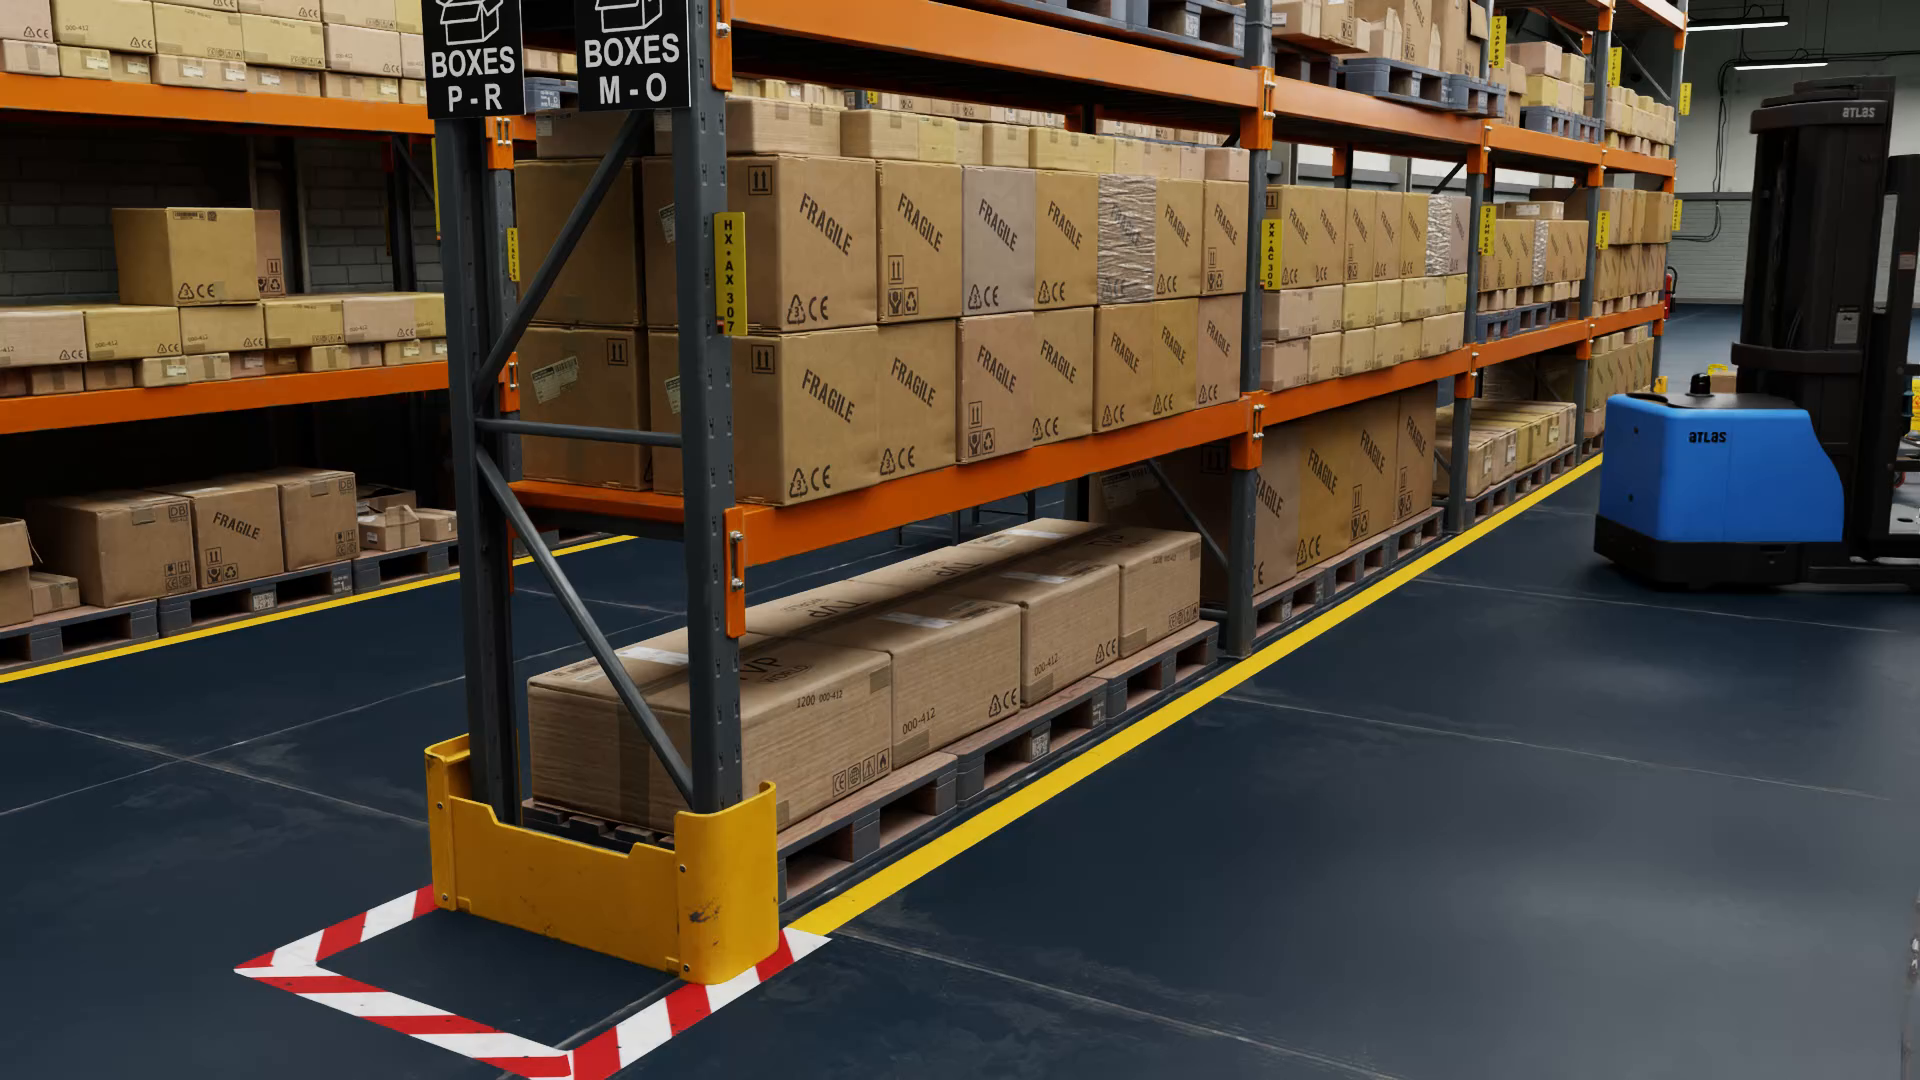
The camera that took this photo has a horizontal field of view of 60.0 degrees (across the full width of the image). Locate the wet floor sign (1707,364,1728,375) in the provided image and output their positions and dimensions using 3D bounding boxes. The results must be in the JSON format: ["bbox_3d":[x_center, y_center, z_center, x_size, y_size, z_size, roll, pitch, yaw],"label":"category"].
[{"bbox_3d":[8.233,-1.590,18.110,0.232,0.644,0.267,-8,13,-38],"label":"wet floor sign"}]

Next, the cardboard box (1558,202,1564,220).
[{"bbox_3d":[4.750,-2.708,13.696,0.380,0.149,0.250,6,12,29],"label":"cardboard box"}]

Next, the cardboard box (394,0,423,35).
[{"bbox_3d":[-3.311,-3.097,9.847,0.500,0.250,0.500,6,12,31],"label":"cardboard box"}]

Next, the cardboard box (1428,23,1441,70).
[{"bbox_3d":[2.651,-2.926,9.922,0.396,0.266,0.258,6,12,29],"label":"cardboard box"}]

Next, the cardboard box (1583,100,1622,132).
[{"bbox_3d":[5.606,-3.781,14.860,0.500,0.250,0.500,6,12,29],"label":"cardboard box"}]

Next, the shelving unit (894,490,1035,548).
[{"bbox_3d":[0.044,-0.751,11.302,0.538,1.500,1.048,6,12,31],"label":"shelving unit"}]

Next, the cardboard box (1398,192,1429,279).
[{"bbox_3d":[2.499,-1.837,10.041,0.500,0.500,0.500,6,12,31],"label":"cardboard box"}]

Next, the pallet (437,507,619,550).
[{"bbox_3d":[-2.864,-0.167,11.688,1.003,0.211,1.213,6,12,31],"label":"pallet"}]

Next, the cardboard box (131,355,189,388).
[{"bbox_3d":[-4.215,-0.877,8.585,0.380,0.149,0.250,6,12,29],"label":"cardboard box"}]

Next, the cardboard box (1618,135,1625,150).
[{"bbox_3d":[6.045,-3.729,15.668,0.380,0.149,0.250,6,12,29],"label":"cardboard box"}]

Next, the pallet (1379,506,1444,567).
[{"bbox_3d":[2.593,-0.074,11.192,1.003,0.211,1.213,6,12,31],"label":"pallet"}]

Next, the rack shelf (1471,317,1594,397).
[{"bbox_3d":[4.105,-1.523,13.306,1.077,0.370,4.000,6,12,31],"label":"rack shelf"}]

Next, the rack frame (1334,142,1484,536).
[{"bbox_3d":[3.066,-1.562,11.560,1.000,3.000,0.127,6,12,31],"label":"rack frame"}]

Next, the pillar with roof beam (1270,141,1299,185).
[{"bbox_3d":[8.638,-6.751,22.977,9.100,9.000,0.400,6,12,31],"label":"pillar with roof beam"}]

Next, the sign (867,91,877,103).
[{"bbox_3d":[-0.715,-3.712,13.487,0.100,0.325,0.005,6,12,31],"label":"sign"}]

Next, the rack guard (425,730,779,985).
[{"bbox_3d":[-1.099,0.929,5.049,1.175,0.500,0.348,6,12,31],"label":"rack guard"}]

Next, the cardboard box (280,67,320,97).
[{"bbox_3d":[-3.761,-2.515,9.185,0.380,0.149,0.250,7,13,33],"label":"cardboard box"}]

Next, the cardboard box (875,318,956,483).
[{"bbox_3d":[-0.354,-0.483,5.526,0.500,0.500,0.500,6,12,30],"label":"cardboard box"}]

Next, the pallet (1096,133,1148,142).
[{"bbox_3d":[1.320,-4.232,17.912,1.003,0.211,1.213,6,12,31],"label":"pallet"}]

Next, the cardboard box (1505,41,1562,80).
[{"bbox_3d":[4.440,-3.778,13.153,0.500,0.250,0.500,7,12,32],"label":"cardboard box"}]

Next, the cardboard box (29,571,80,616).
[{"bbox_3d":[-4.679,0.267,8.395,0.380,0.149,0.250,6,12,28],"label":"cardboard box"}]

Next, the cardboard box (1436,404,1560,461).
[{"bbox_3d":[4.503,-0.910,14.075,0.950,0.372,0.625,7,13,34],"label":"cardboard box"}]

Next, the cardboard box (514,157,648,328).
[{"bbox_3d":[-1.040,-0.943,5.264,0.500,0.500,0.500,7,13,33],"label":"cardboard box"}]

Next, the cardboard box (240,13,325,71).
[{"bbox_3d":[-3.828,-2.691,9.040,0.500,0.250,0.500,7,13,32],"label":"cardboard box"}]

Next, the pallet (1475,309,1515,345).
[{"bbox_3d":[3.345,-1.590,12.230,1.213,0.211,1.003,6,12,31],"label":"pallet"}]

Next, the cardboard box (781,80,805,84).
[{"bbox_3d":[-1.425,-3.618,12.907,0.380,0.149,0.250,6,12,29],"label":"cardboard box"}]

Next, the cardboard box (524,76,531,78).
[{"bbox_3d":[-3.050,-3.108,10.939,0.380,0.149,0.250,7,13,32],"label":"cardboard box"}]

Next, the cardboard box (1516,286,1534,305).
[{"bbox_3d":[4.275,-1.928,13.055,0.380,0.149,0.250,7,13,32],"label":"cardboard box"}]

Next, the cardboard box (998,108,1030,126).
[{"bbox_3d":[0.333,-4.093,15.757,0.500,0.311,0.500,6,12,29],"label":"cardboard box"}]

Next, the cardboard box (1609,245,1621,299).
[{"bbox_3d":[5.851,-2.510,15.544,0.500,0.500,0.500,6,12,30],"label":"cardboard box"}]

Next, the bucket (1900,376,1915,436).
[{"bbox_3d":[7.526,-1.114,13.931,0.620,0.611,0.726,-20,21,-35],"label":"bucket"}]

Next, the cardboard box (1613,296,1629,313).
[{"bbox_3d":[6.253,-2.287,16.114,0.380,0.149,0.250,6,12,31],"label":"cardboard box"}]

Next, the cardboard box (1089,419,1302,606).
[{"bbox_3d":[1.243,-0.200,8.918,0.875,0.875,0.875,7,13,32],"label":"cardboard box"}]

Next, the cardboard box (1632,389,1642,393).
[{"bbox_3d":[6.754,-1.441,17.247,0.500,0.250,0.500,6,12,31],"label":"cardboard box"}]

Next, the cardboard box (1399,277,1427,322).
[{"bbox_3d":[2.521,-1.470,10.118,0.500,0.250,0.500,6,12,29],"label":"cardboard box"}]

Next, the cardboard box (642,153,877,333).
[{"bbox_3d":[-0.594,-0.893,4.996,0.500,0.500,0.500,6,12,29],"label":"cardboard box"}]

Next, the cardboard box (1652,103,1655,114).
[{"bbox_3d":[6.837,-4.368,16.911,0.380,0.149,0.250,6,12,31],"label":"cardboard box"}]

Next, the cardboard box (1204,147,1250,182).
[{"bbox_3d":[1.102,-1.713,7.617,0.380,0.149,0.250,6,12,30],"label":"cardboard box"}]

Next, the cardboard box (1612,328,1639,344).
[{"bbox_3d":[6.622,-2.067,16.787,0.380,0.149,0.250,7,13,33],"label":"cardboard box"}]

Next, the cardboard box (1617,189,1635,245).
[{"bbox_3d":[5.841,-3.004,15.468,0.700,0.500,0.500,6,12,31],"label":"cardboard box"}]

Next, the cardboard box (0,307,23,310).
[{"bbox_3d":[-5.050,-1.028,8.310,0.500,0.250,0.500,6,12,31],"label":"cardboard box"}]

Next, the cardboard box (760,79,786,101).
[{"bbox_3d":[-1.557,-3.432,12.723,0.380,0.149,0.250,6,12,31],"label":"cardboard box"}]

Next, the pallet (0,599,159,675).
[{"bbox_3d":[-4.879,0.456,8.360,1.003,0.211,1.213,6,12,31],"label":"pallet"}]

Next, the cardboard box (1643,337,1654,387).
[{"bbox_3d":[7.027,-1.893,17.619,0.500,0.500,0.500,6,12,31],"label":"cardboard box"}]

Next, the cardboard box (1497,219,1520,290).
[{"bbox_3d":[3.762,-2.095,12.186,0.500,0.500,0.500,7,13,34],"label":"cardboard box"}]

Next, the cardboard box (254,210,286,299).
[{"bbox_3d":[-4.255,-1.639,9.531,0.500,0.500,0.500,6,12,29],"label":"cardboard box"}]

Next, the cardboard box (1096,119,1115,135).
[{"bbox_3d":[1.391,-4.313,17.371,0.380,0.149,0.250,7,13,32],"label":"cardboard box"}]

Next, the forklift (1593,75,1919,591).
[{"bbox_3d":[5.554,-1.222,9.929,3.031,2.935,1.130,0,11,-1],"label":"forklift"}]

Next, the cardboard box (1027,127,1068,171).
[{"bbox_3d":[0.175,-1.432,6.116,0.380,0.149,0.250,6,12,29],"label":"cardboard box"}]

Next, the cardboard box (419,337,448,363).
[{"bbox_3d":[-3.321,-1.166,10.126,0.380,0.149,0.250,7,13,32],"label":"cardboard box"}]

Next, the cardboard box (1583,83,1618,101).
[{"bbox_3d":[5.586,-3.952,14.692,0.380,0.149,0.250,6,12,30],"label":"cardboard box"}]

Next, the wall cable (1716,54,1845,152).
[{"bbox_3d":[22.391,-11.972,45.576,3.097,2.526,0.112,6,12,31],"label":"wall cable"}]

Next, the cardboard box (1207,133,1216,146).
[{"bbox_3d":[2.805,-4.741,19.658,0.380,0.149,0.250,6,12,29],"label":"cardboard box"}]

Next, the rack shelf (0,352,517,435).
[{"bbox_3d":[-4.293,-0.738,9.115,1.077,0.370,4.000,6,12,31],"label":"rack shelf"}]

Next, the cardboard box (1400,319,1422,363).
[{"bbox_3d":[2.499,-1.224,10.164,0.500,0.250,0.500,6,12,30],"label":"cardboard box"}]
